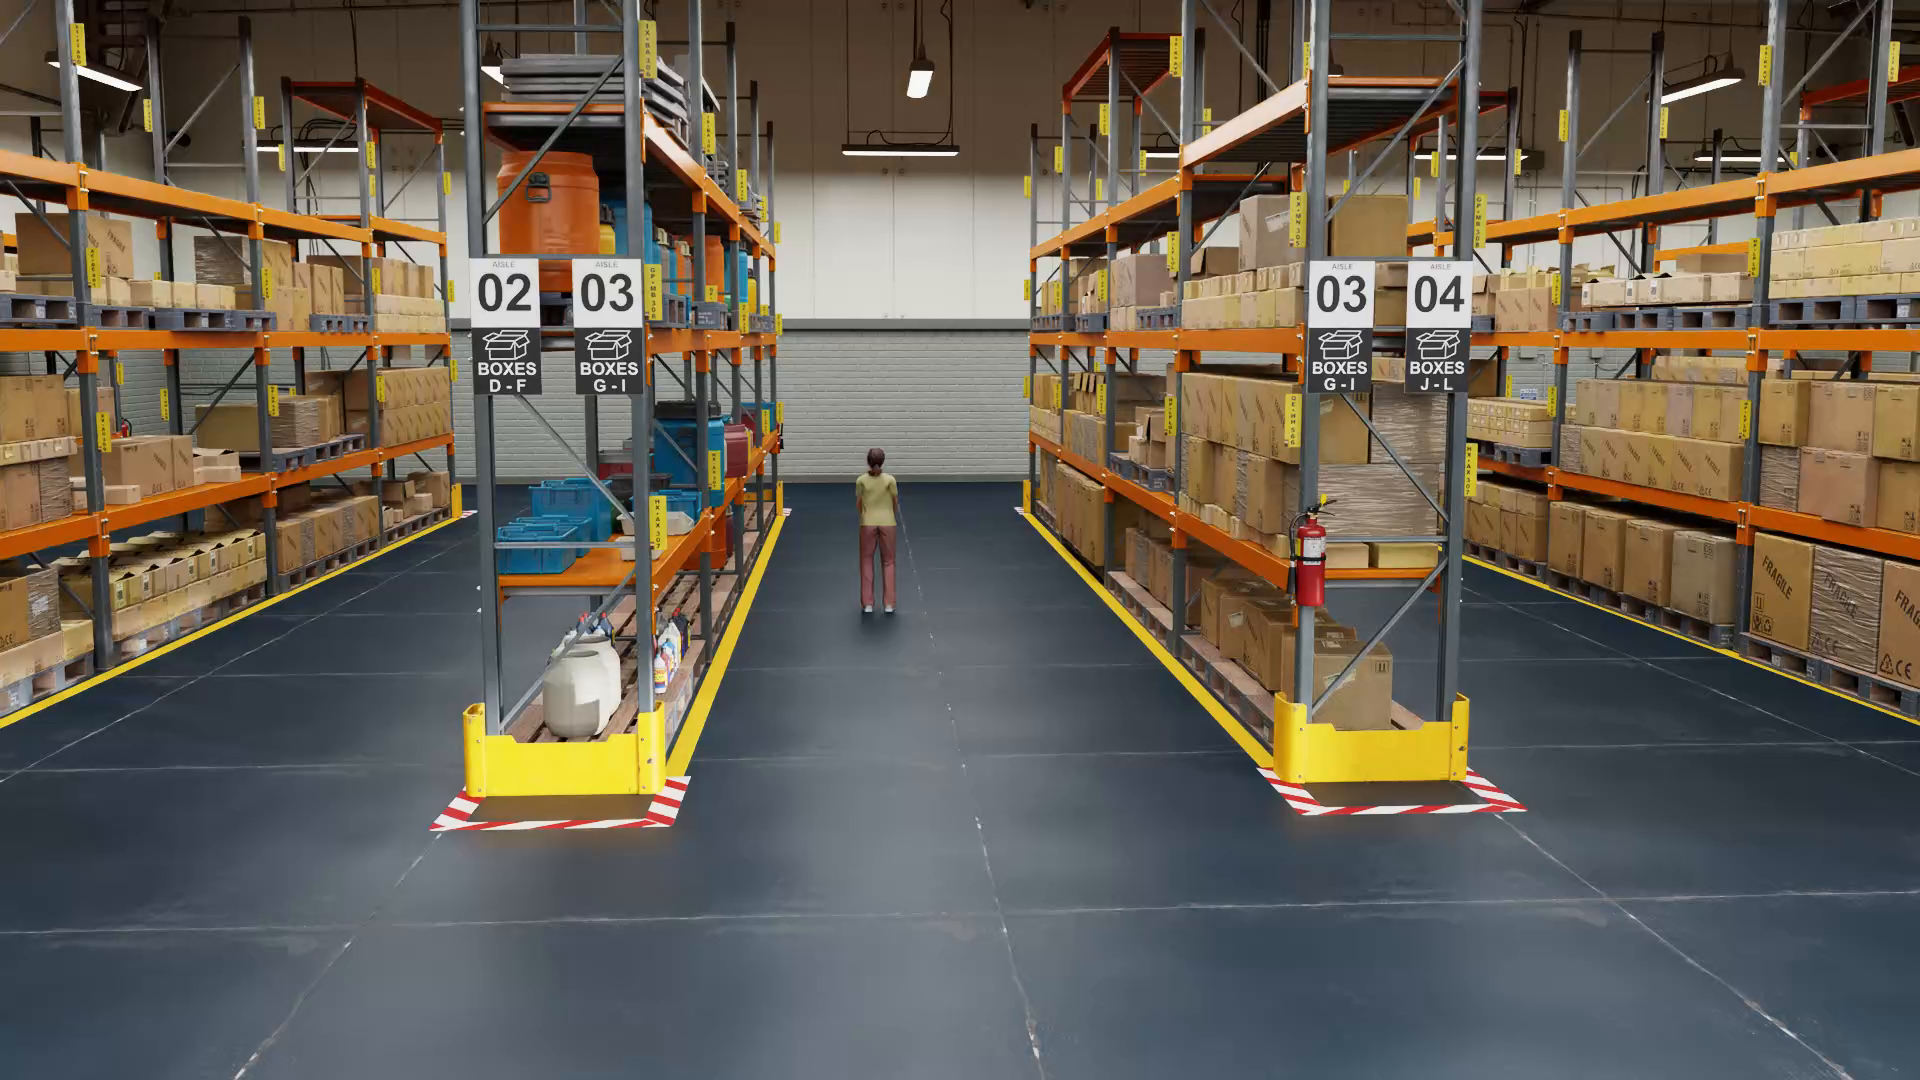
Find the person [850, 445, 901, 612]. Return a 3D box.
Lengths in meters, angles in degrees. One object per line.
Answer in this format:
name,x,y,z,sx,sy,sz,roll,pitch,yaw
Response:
person,-0.848,-0.114,16.699,0.521,1.672,0.358,-1,7,-7
